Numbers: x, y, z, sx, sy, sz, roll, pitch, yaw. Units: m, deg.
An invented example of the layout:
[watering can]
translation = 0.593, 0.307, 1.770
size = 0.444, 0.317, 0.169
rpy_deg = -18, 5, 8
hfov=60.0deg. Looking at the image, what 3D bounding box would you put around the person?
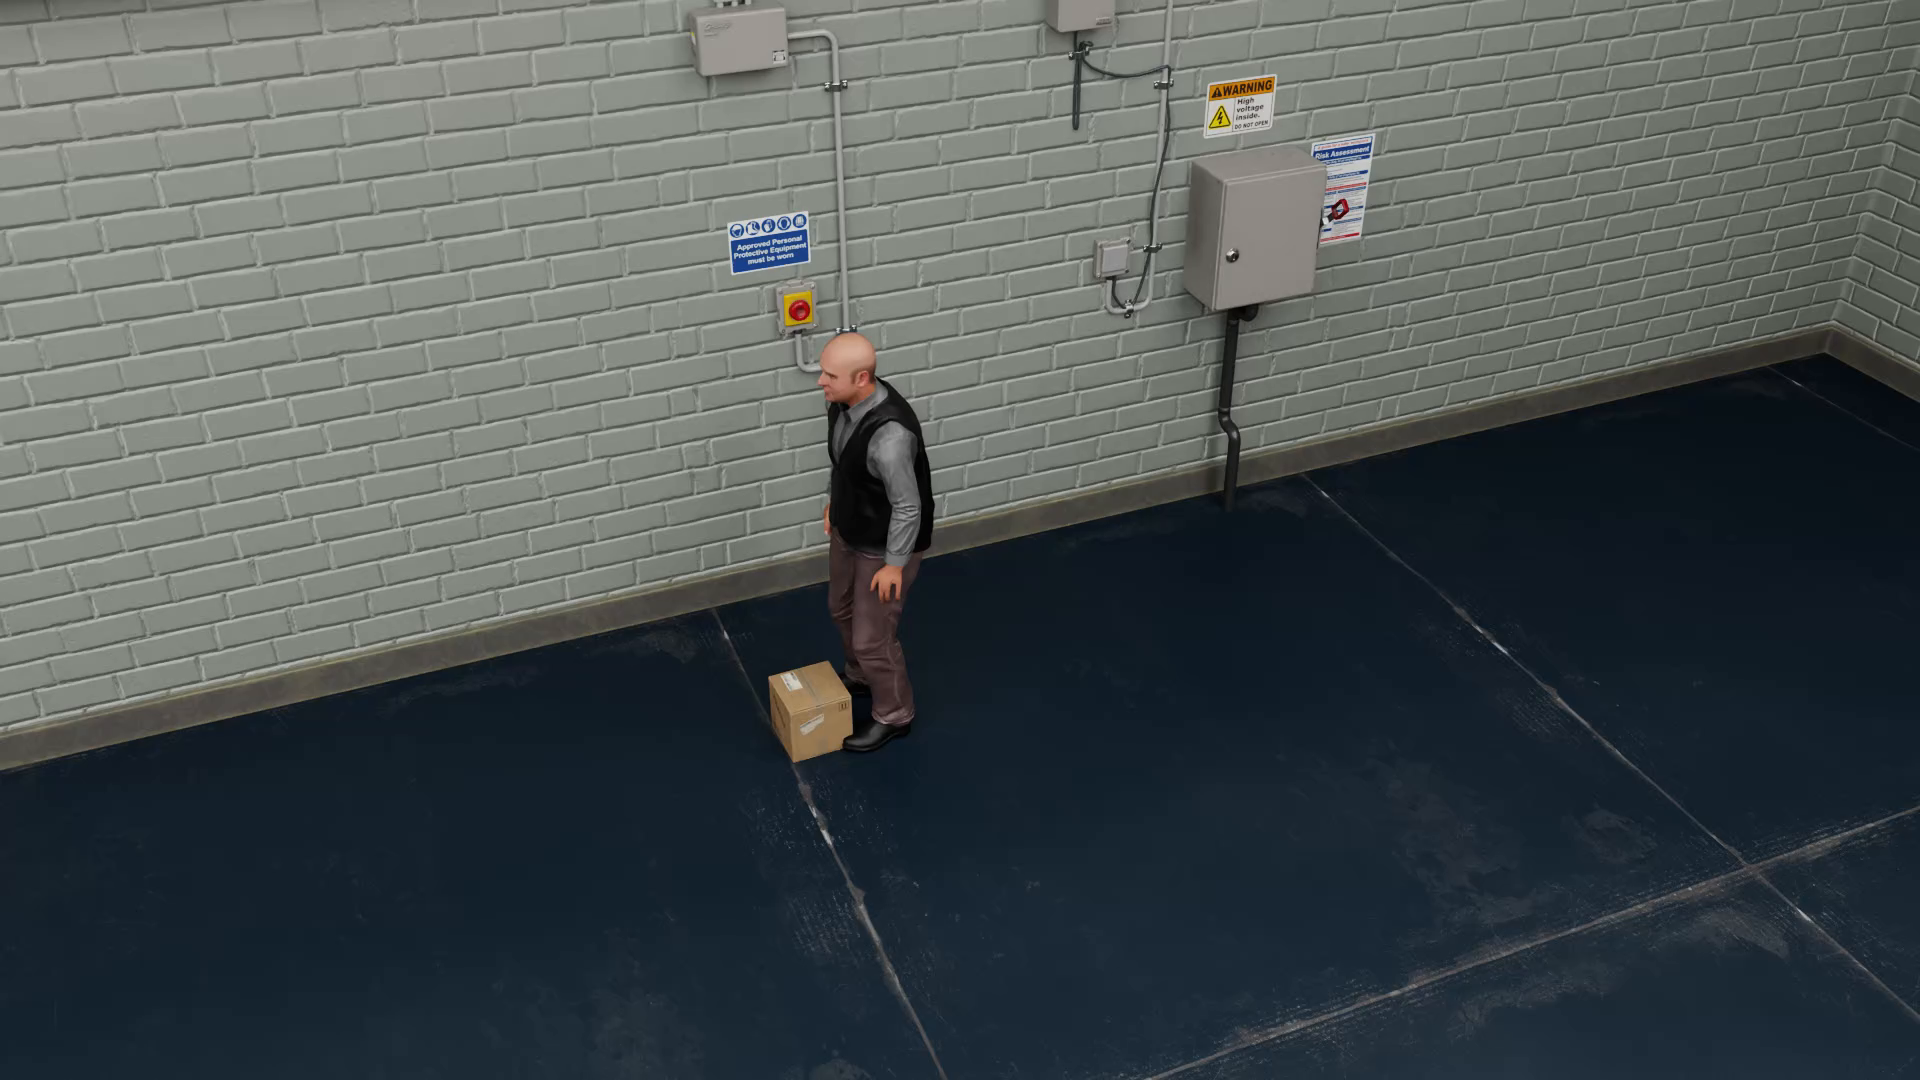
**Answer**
[person]
translation = -0.322, -0.009, 6.177
size = 0.423, 1.720, 0.586
rpy_deg = -15, 36, -22
